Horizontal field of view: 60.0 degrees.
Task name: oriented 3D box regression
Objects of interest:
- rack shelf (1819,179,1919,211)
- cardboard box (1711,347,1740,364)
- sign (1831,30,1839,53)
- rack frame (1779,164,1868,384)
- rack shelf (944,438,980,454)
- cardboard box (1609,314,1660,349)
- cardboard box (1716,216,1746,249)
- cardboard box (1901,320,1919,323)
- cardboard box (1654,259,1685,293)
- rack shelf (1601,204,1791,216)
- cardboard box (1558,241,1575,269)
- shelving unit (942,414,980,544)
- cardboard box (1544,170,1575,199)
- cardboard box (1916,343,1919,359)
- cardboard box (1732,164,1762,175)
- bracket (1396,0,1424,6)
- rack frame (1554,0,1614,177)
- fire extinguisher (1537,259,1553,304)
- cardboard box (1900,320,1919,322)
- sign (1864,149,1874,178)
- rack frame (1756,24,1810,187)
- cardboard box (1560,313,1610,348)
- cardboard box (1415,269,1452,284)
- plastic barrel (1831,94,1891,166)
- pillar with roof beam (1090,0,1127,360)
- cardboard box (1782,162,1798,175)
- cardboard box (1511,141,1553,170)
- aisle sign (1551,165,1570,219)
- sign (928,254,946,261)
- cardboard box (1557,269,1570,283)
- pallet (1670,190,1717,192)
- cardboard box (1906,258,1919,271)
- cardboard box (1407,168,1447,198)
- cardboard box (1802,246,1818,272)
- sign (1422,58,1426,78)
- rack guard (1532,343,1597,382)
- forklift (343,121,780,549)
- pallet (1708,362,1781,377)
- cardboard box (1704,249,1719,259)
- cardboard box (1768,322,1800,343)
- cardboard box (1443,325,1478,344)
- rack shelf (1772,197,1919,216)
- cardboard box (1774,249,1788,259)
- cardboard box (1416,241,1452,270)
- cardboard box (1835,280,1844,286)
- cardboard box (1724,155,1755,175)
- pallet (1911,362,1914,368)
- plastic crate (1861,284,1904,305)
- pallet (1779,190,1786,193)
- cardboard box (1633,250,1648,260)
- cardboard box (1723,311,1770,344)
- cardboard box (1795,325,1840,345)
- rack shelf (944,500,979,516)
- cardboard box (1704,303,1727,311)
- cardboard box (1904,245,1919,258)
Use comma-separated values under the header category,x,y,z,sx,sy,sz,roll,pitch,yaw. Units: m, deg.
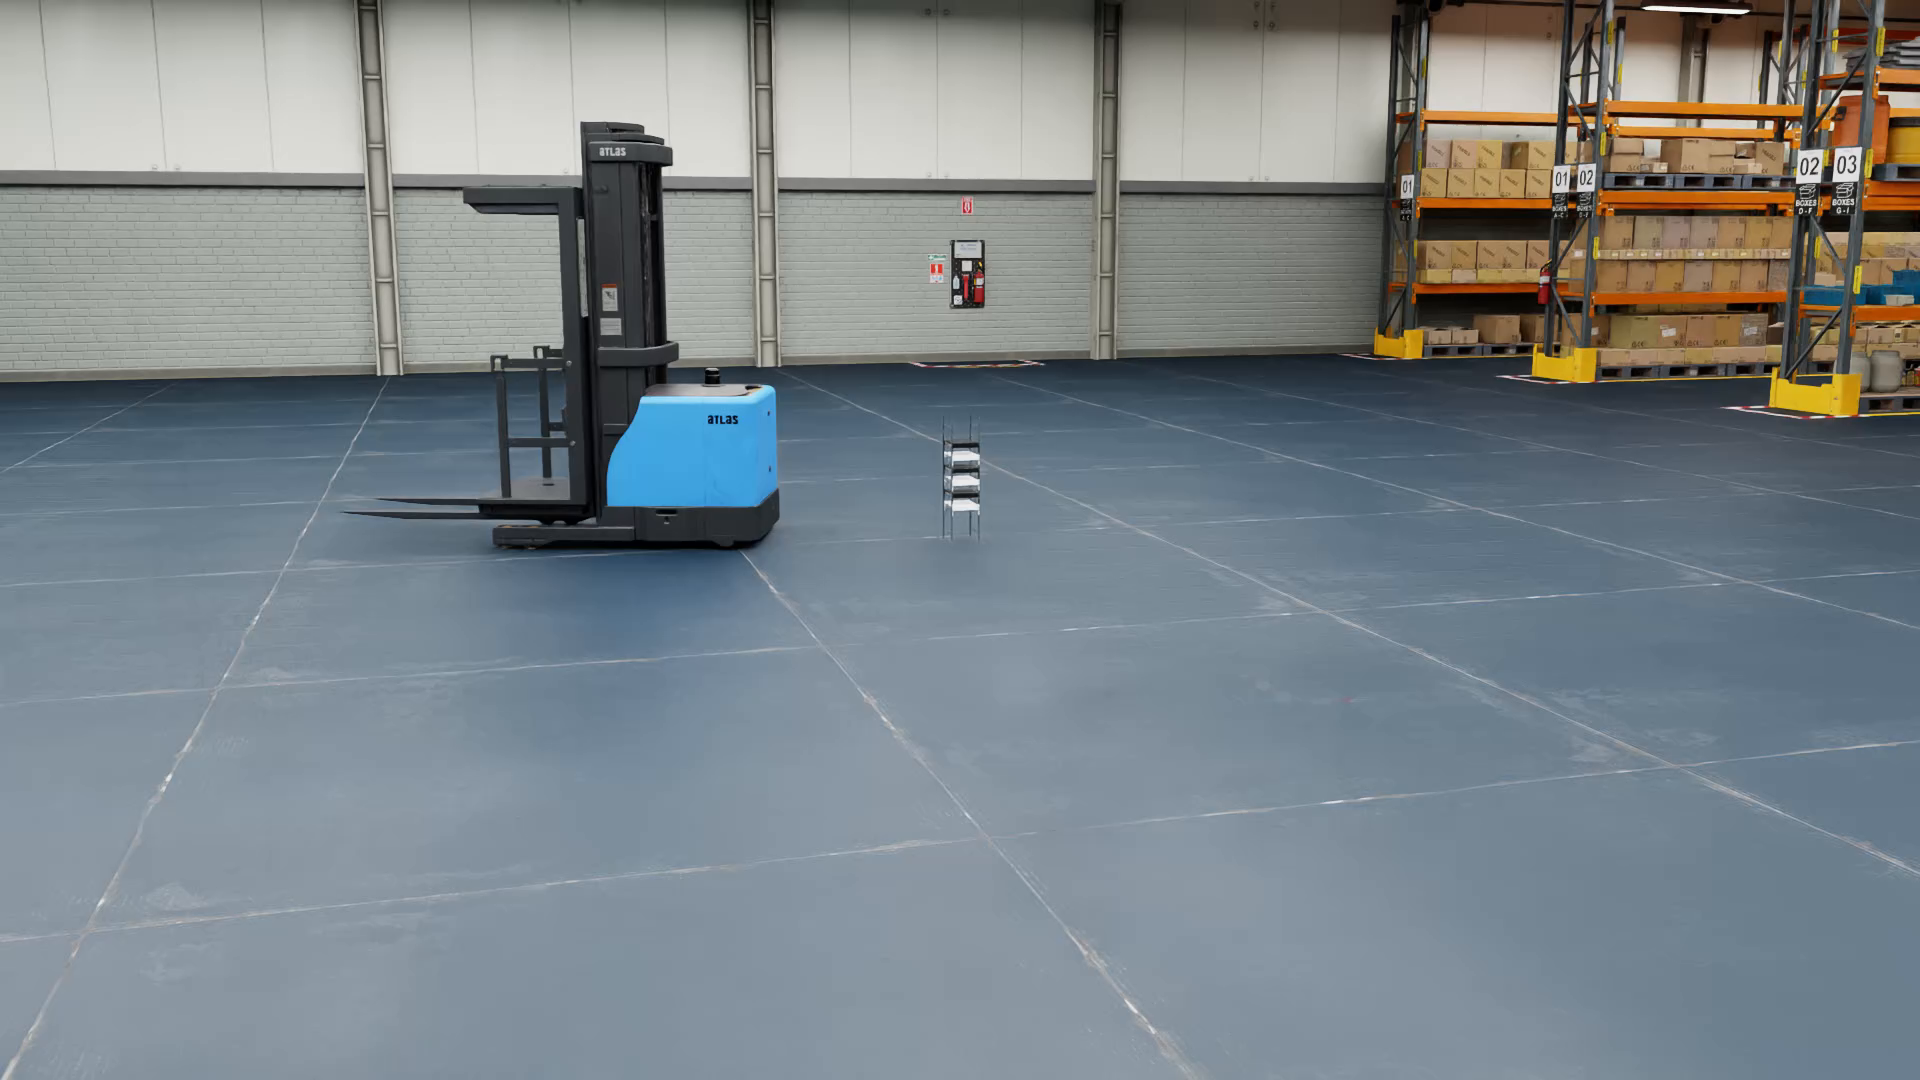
category,x,y,z,sx,sy,sz,roll,pitch,yaw
rack shelf,12.562,-4.311,20.883,4.000,0.370,1.077,-3,11,-16
cardboard box,11.759,-2.894,25.915,0.500,0.250,0.500,-3,11,-16
sign,13.233,-7.542,25.145,0.005,0.325,0.100,-3,11,-16
rack frame,10.642,-3.089,20.540,0.127,3.000,1.000,-3,11,-16
rack shelf,0.008,-0.676,11.924,0.200,0.077,0.258,-3,11,-16
cardboard box,10.318,-3.187,25.438,0.500,0.500,0.500,-3,11,-16
cardboard box,11.711,-4.765,25.786,0.500,0.500,0.700,-3,11,-16
cardboard box,15.855,-3.481,27.559,0.500,0.311,0.500,-3,11,-17
cardboard box,10.694,-4.072,25.605,0.500,0.500,0.700,-3,11,-16
rack shelf,13.634,-6.236,31.338,4.000,0.370,1.077,-3,11,-16
cardboard box,10.868,-5.214,30.374,0.500,0.500,0.500,-3,11,-16
shelving unit,0.008,-0.443,11.967,0.210,0.900,0.258,-3,11,-16
cardboard box,10.808,-6.456,30.213,0.500,0.500,0.500,-4,11,-21
cardboard box,15.528,-3.089,26.973,0.500,0.250,0.500,-3,11,-15
cardboard box,12.020,-5.671,25.429,0.250,0.149,0.380,-3,11,-16
bracket,8.004,-9.635,29.586,0.430,0.232,0.235,-3,11,-16
rack frame,9.261,-6.901,24.675,0.127,3.000,1.000,-3,11,-16
fire extinguisher,9.018,-3.987,25.631,0.183,0.674,0.296,-3,11,-16
cardboard box,18.807,-4.512,33.049,0.750,0.750,0.750,-3,11,-15
sign,10.791,-4.473,19.747,0.005,0.325,0.100,-3,11,-16
rack frame,15.554,-8.166,31.551,0.127,3.000,1.000,-3,11,-16
cardboard box,9.693,-3.252,25.790,0.500,0.500,0.500,-3,11,-16
cardboard box,8.430,-4.717,29.741,0.500,0.250,0.500,-3,11,-18
plastic barrel,11.073,-5.028,20.445,0.708,0.830,0.600,-3,11,-16
pillar with roof beam,3.746,-6.895,24.647,0.548,9.000,9.100,-3,11,-16
cardboard box,15.995,-6.991,31.959,0.500,0.500,0.700,-4,11,-20
cardboard box,10.286,-6.909,29.914,0.500,0.500,0.500,-3,11,-18
aisle sign,9.116,-5.276,25.242,0.004,0.787,0.394,-3,11,-16
sign,-0.394,-4.842,28.499,0.331,0.109,0.001,-3,11,-16
cardboard box,10.863,-4.849,30.461,0.500,0.250,0.500,-3,11,-16
pallet,13.331,-6.462,31.097,1.003,0.211,1.213,-3,11,-16
cardboard box,15.336,-4.316,26.932,0.500,0.500,0.500,-4,11,-19
cardboard box,8.264,-6.319,29.468,0.500,0.500,0.500,-3,11,-14
cardboard box,16.092,-5.401,31.948,0.500,0.500,0.500,-3,11,-14
sign,8.024,-8.165,28.748,0.005,0.325,0.100,-3,11,-16
rack guard,9.238,-2.720,25.438,0.348,0.500,1.175,-3,11,-16
forklift,-2.893,-1.471,11.939,3.031,2.935,1.130,0,10,3
pallet,12.326,-2.748,26.391,1.213,0.211,1.003,-3,11,-16
cardboard box,11.427,-4.392,25.550,0.250,0.149,0.380,-3,11,-14
cardboard box,13.410,-3.353,26.860,0.500,0.311,0.500,-3,11,-16
cardboard box,9.110,-3.753,30.360,0.500,0.311,0.500,-2,11,-11
rack shelf,15.022,-5.375,26.661,4.000,0.370,1.077,-3,11,-16
cardboard box,12.662,-4.458,25.907,0.250,0.149,0.380,-3,11,-17
cardboard box,8.415,-5.088,29.686,0.500,0.500,0.500,-3,11,-16
cardboard box,14.009,-4.038,26.391,0.250,0.149,0.380,-3,11,-16
cardboard box,12.026,-5.852,25.966,0.500,0.311,0.500,-4,11,-19
pallet,16.141,-2.949,27.480,1.213,0.211,1.003,-3,11,-16
plastic crate,11.664,-3.125,21.147,0.408,0.251,0.499,-3,11,-16
pallet,16.157,-6.640,32.067,1.003,0.211,1.213,-2,11,-13
cardboard box,10.191,-4.327,25.197,0.250,0.149,0.380,-3,11,-16
cardboard box,12.569,-3.407,26.629,0.500,0.500,0.500,-3,11,-16
cardboard box,13.568,-3.260,26.356,0.500,0.311,0.500,-3,11,-16
rack shelf,0.008,-0.233,12.006,0.200,0.077,0.258,-3,11,-16
cardboard box,14.312,-4.508,31.868,0.500,0.250,0.500,-3,11,-15
cardboard box,18.535,-5.529,32.641,0.500,0.500,0.500,-3,11,-15
